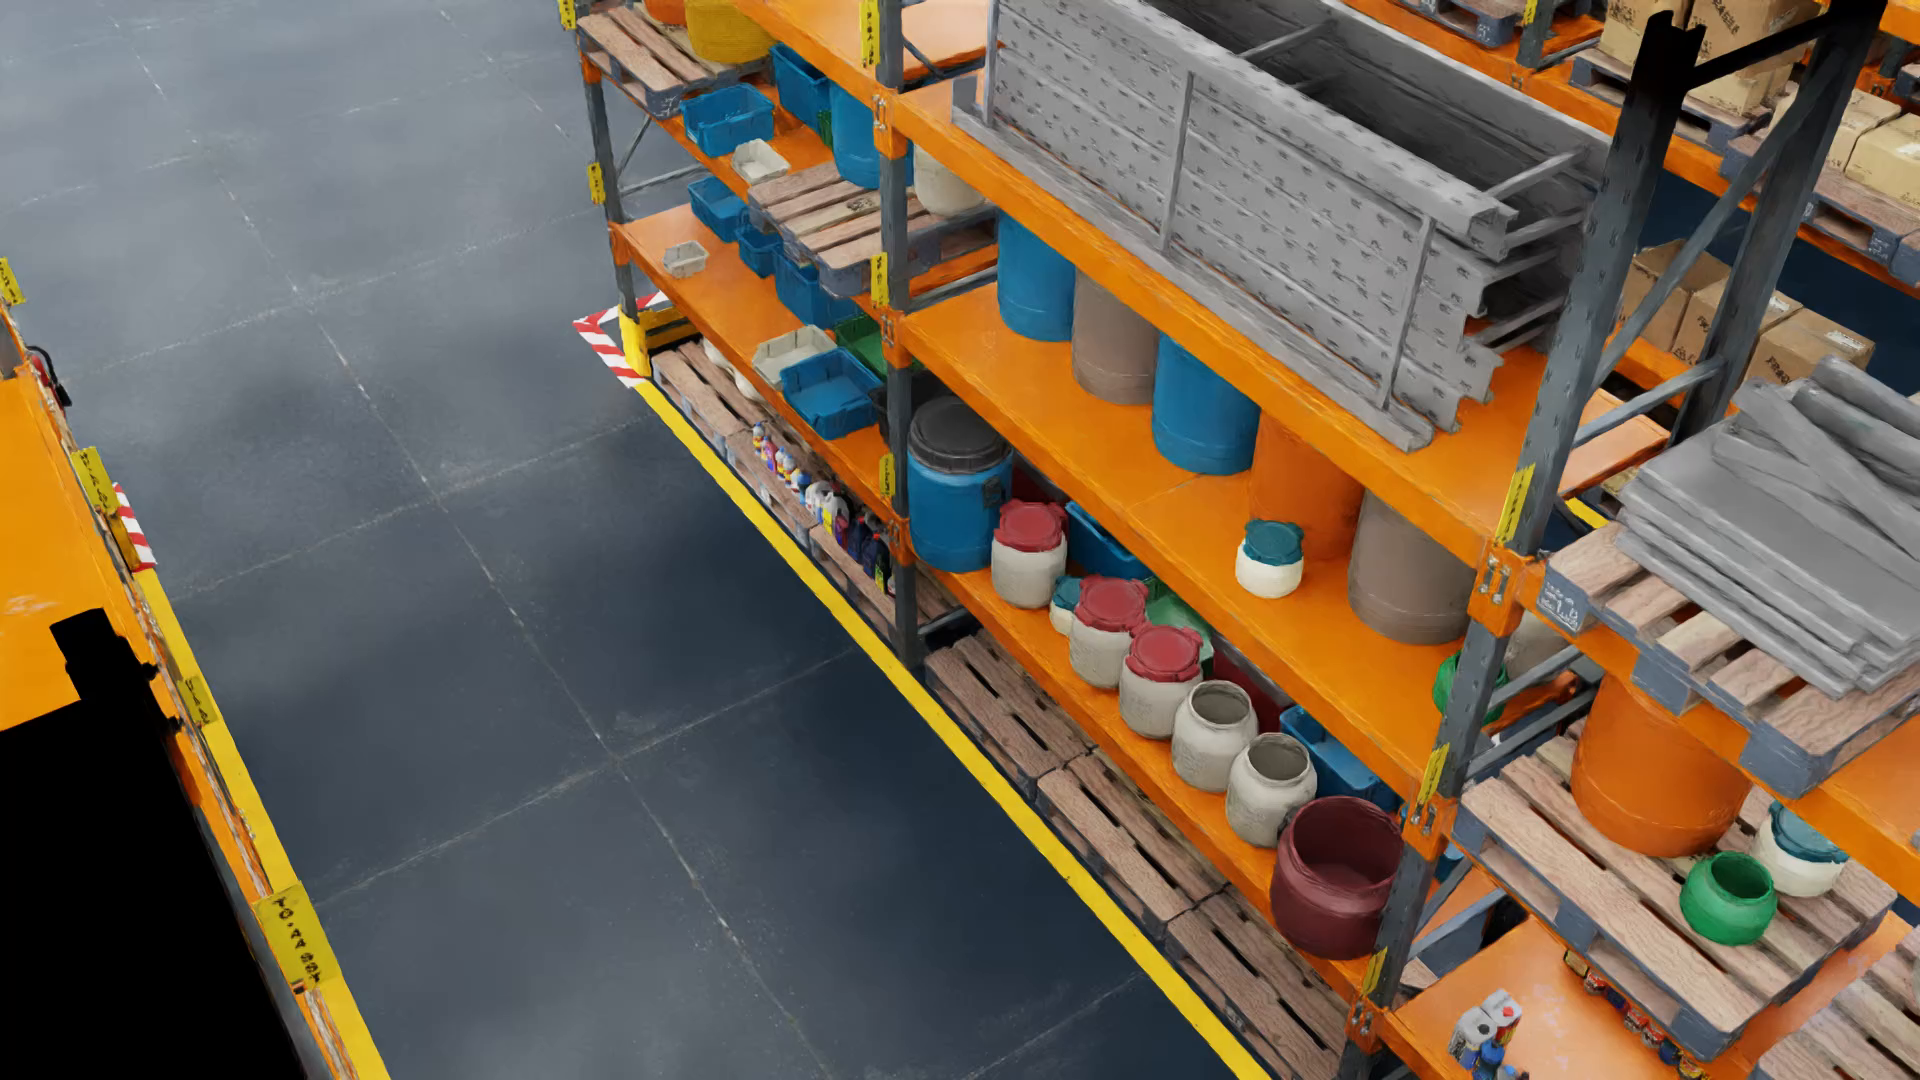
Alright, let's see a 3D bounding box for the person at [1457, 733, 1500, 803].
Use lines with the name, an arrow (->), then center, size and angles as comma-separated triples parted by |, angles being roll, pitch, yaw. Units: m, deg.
person -> 2.774, 1.137, 9.351 | 0.625, 1.611, 0.568 | -26, 49, -26
